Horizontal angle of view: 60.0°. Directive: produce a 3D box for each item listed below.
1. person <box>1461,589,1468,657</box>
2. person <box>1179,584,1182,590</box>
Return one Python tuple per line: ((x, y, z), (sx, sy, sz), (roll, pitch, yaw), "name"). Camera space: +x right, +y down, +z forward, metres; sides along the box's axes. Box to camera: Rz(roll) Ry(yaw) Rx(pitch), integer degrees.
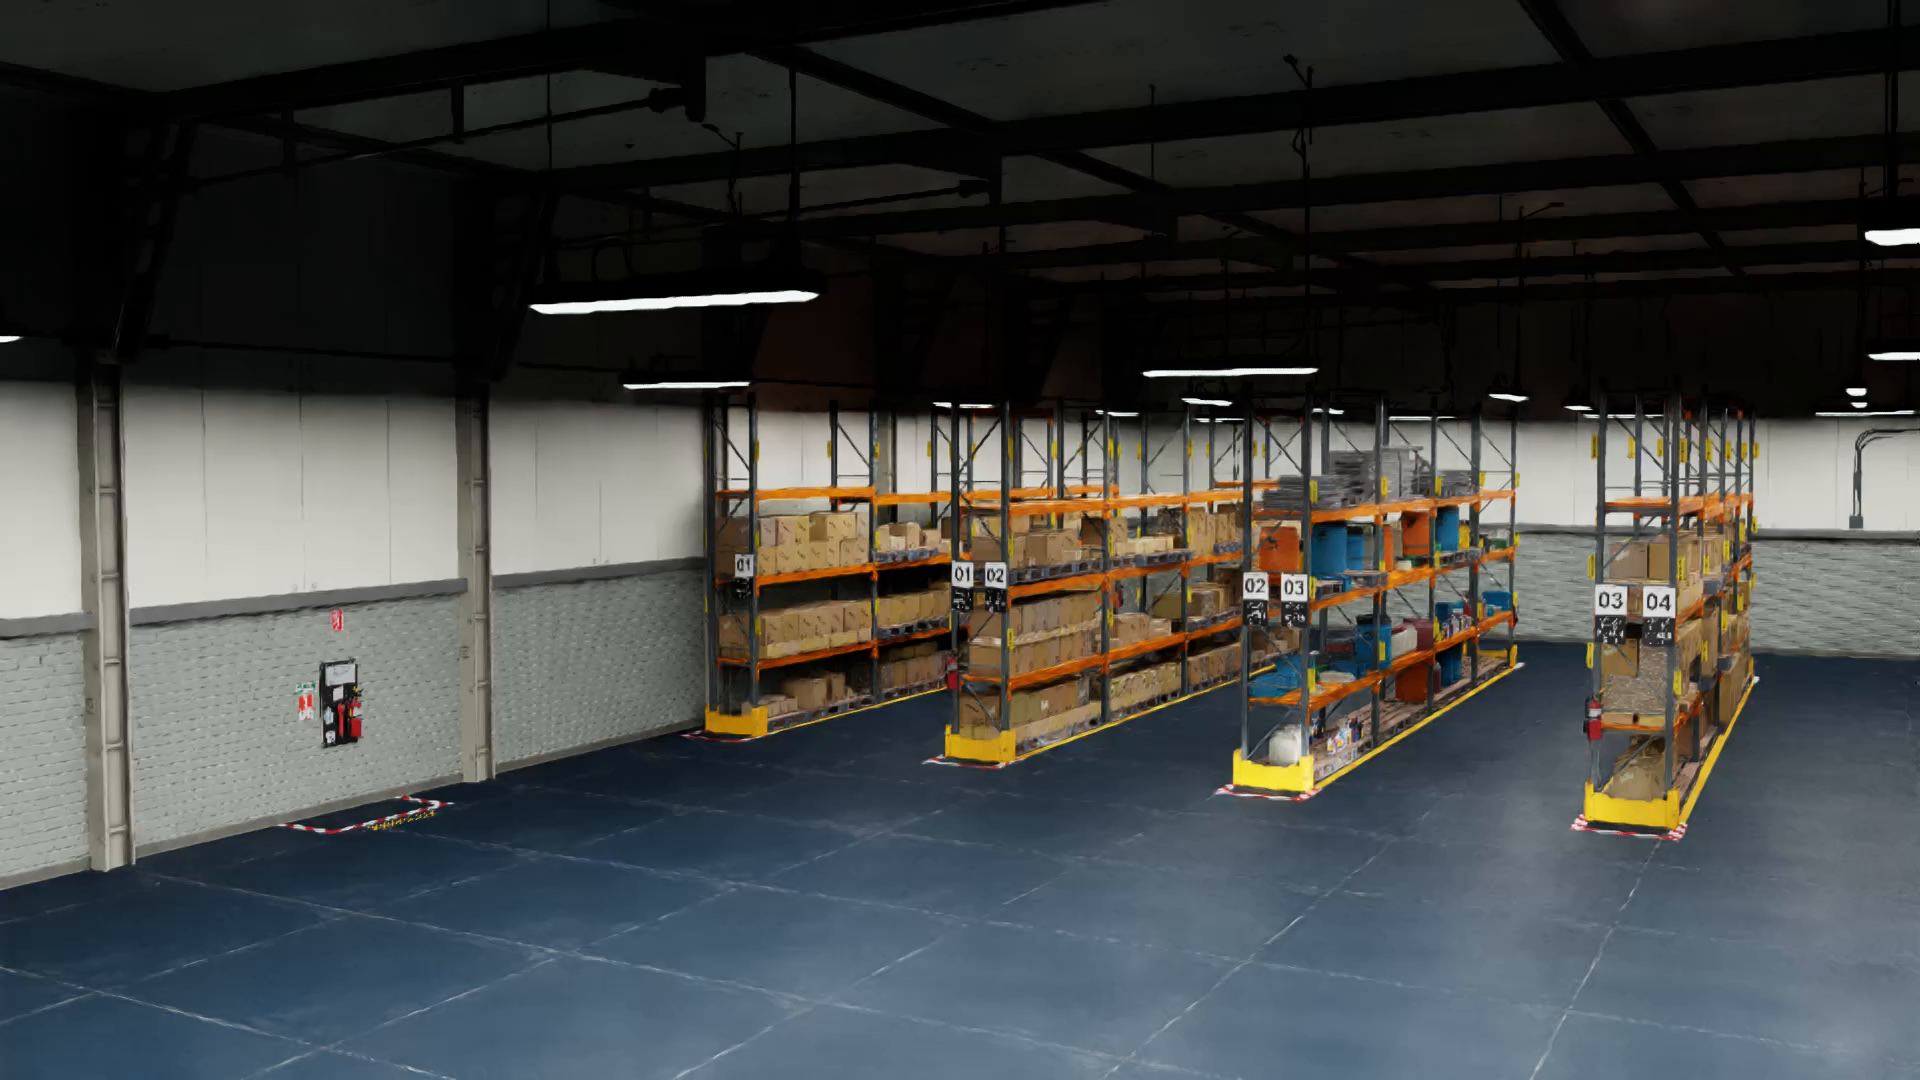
((12.263, 2.019, 40.005), (0.524, 1.668, 0.570), (0, 3, 0), "person")
((5.714, 1.885, 42.227), (0.453, 1.558, 0.873), (2, 3, 28), "person")
